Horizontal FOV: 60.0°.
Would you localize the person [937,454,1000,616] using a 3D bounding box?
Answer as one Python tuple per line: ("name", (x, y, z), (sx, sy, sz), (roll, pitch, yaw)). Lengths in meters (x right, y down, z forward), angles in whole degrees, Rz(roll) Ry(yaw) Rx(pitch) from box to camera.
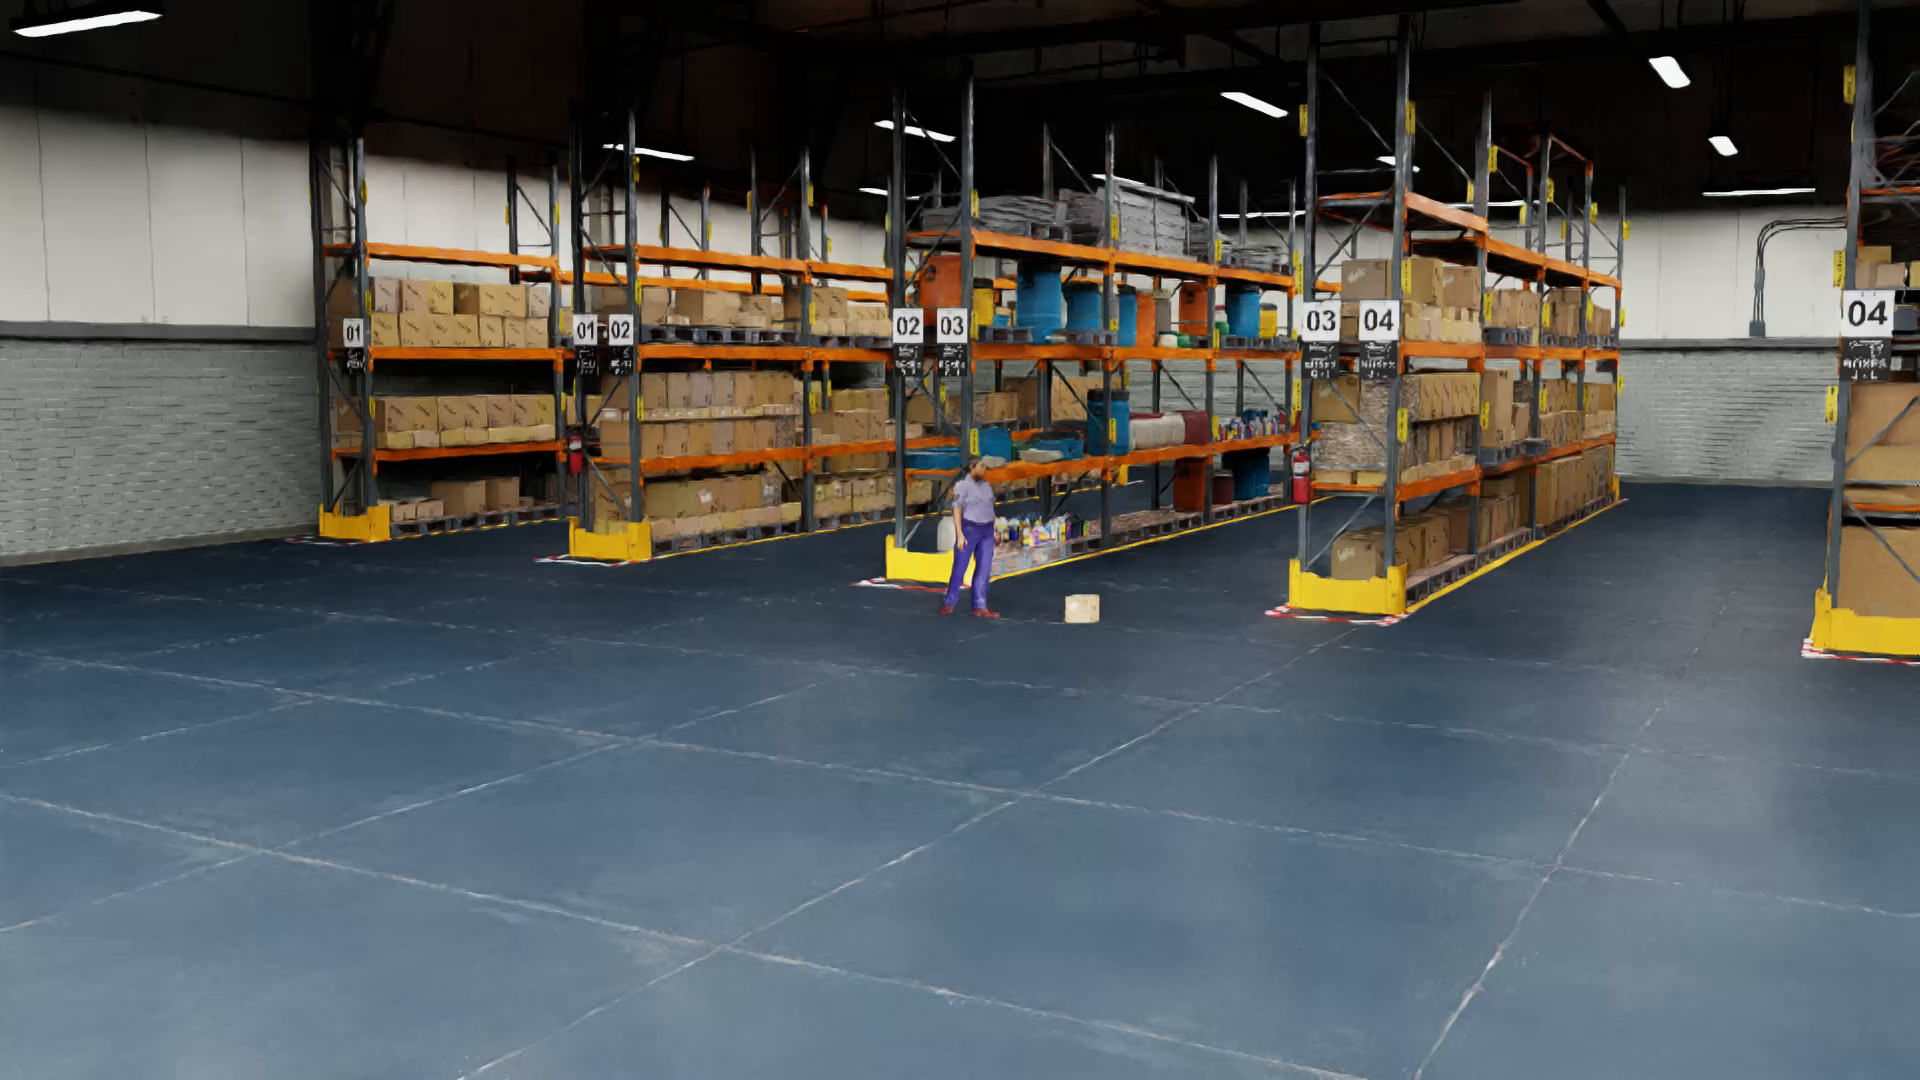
("person", (0.106, -0.049, 16.938), (0.667, 1.648, 0.521), (-5, 8, -38))
